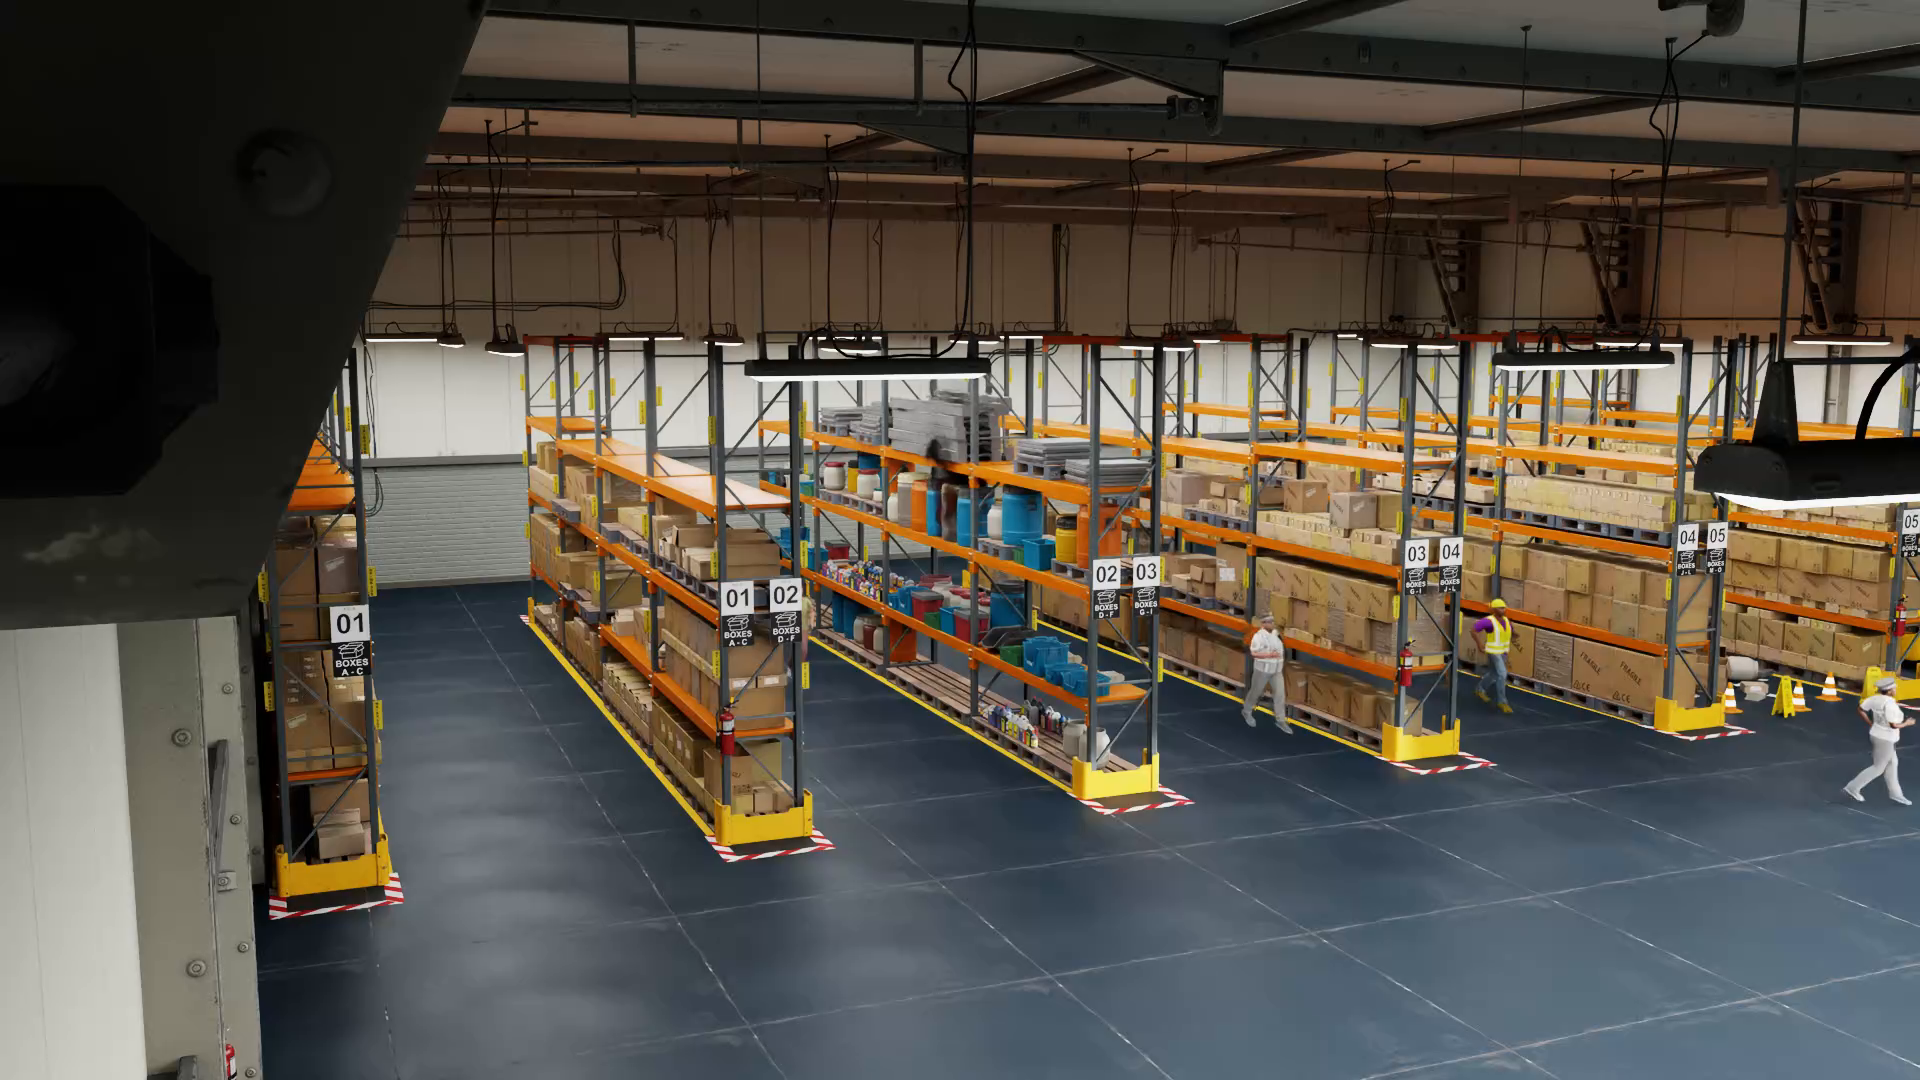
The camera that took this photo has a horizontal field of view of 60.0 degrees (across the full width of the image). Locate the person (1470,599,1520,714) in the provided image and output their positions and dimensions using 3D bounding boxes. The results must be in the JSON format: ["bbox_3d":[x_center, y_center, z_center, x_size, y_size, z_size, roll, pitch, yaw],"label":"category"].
[{"bbox_3d":[8.726,1.854,27.031,0.685,1.806,0.871,-5,9,-35],"label":"person"}]

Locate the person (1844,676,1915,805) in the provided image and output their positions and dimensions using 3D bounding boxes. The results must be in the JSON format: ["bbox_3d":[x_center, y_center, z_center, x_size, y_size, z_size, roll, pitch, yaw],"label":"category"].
[{"bbox_3d":[11.981,2.612,21.597,0.883,1.721,0.574,1,8,8],"label":"person"}]

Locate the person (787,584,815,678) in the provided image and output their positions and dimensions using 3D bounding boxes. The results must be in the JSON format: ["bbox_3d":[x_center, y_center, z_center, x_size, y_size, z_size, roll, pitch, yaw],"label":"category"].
[{"bbox_3d":[-2.711,1.536,28.015,0.594,1.615,0.504,-4,9,-28],"label":"person"}]

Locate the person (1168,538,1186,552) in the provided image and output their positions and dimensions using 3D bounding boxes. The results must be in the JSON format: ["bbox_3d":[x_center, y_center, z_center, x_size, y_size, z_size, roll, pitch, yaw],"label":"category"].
[{"bbox_3d":[5.485,-0.058,41.983,0.742,1.668,0.605,3,8,21],"label":"person"}]

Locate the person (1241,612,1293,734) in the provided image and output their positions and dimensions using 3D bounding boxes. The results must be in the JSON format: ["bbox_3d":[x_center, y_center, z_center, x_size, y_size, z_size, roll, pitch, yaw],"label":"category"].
[{"bbox_3d":[4.624,1.964,24.983,0.652,1.807,0.967,-5,9,-31],"label":"person"}]
